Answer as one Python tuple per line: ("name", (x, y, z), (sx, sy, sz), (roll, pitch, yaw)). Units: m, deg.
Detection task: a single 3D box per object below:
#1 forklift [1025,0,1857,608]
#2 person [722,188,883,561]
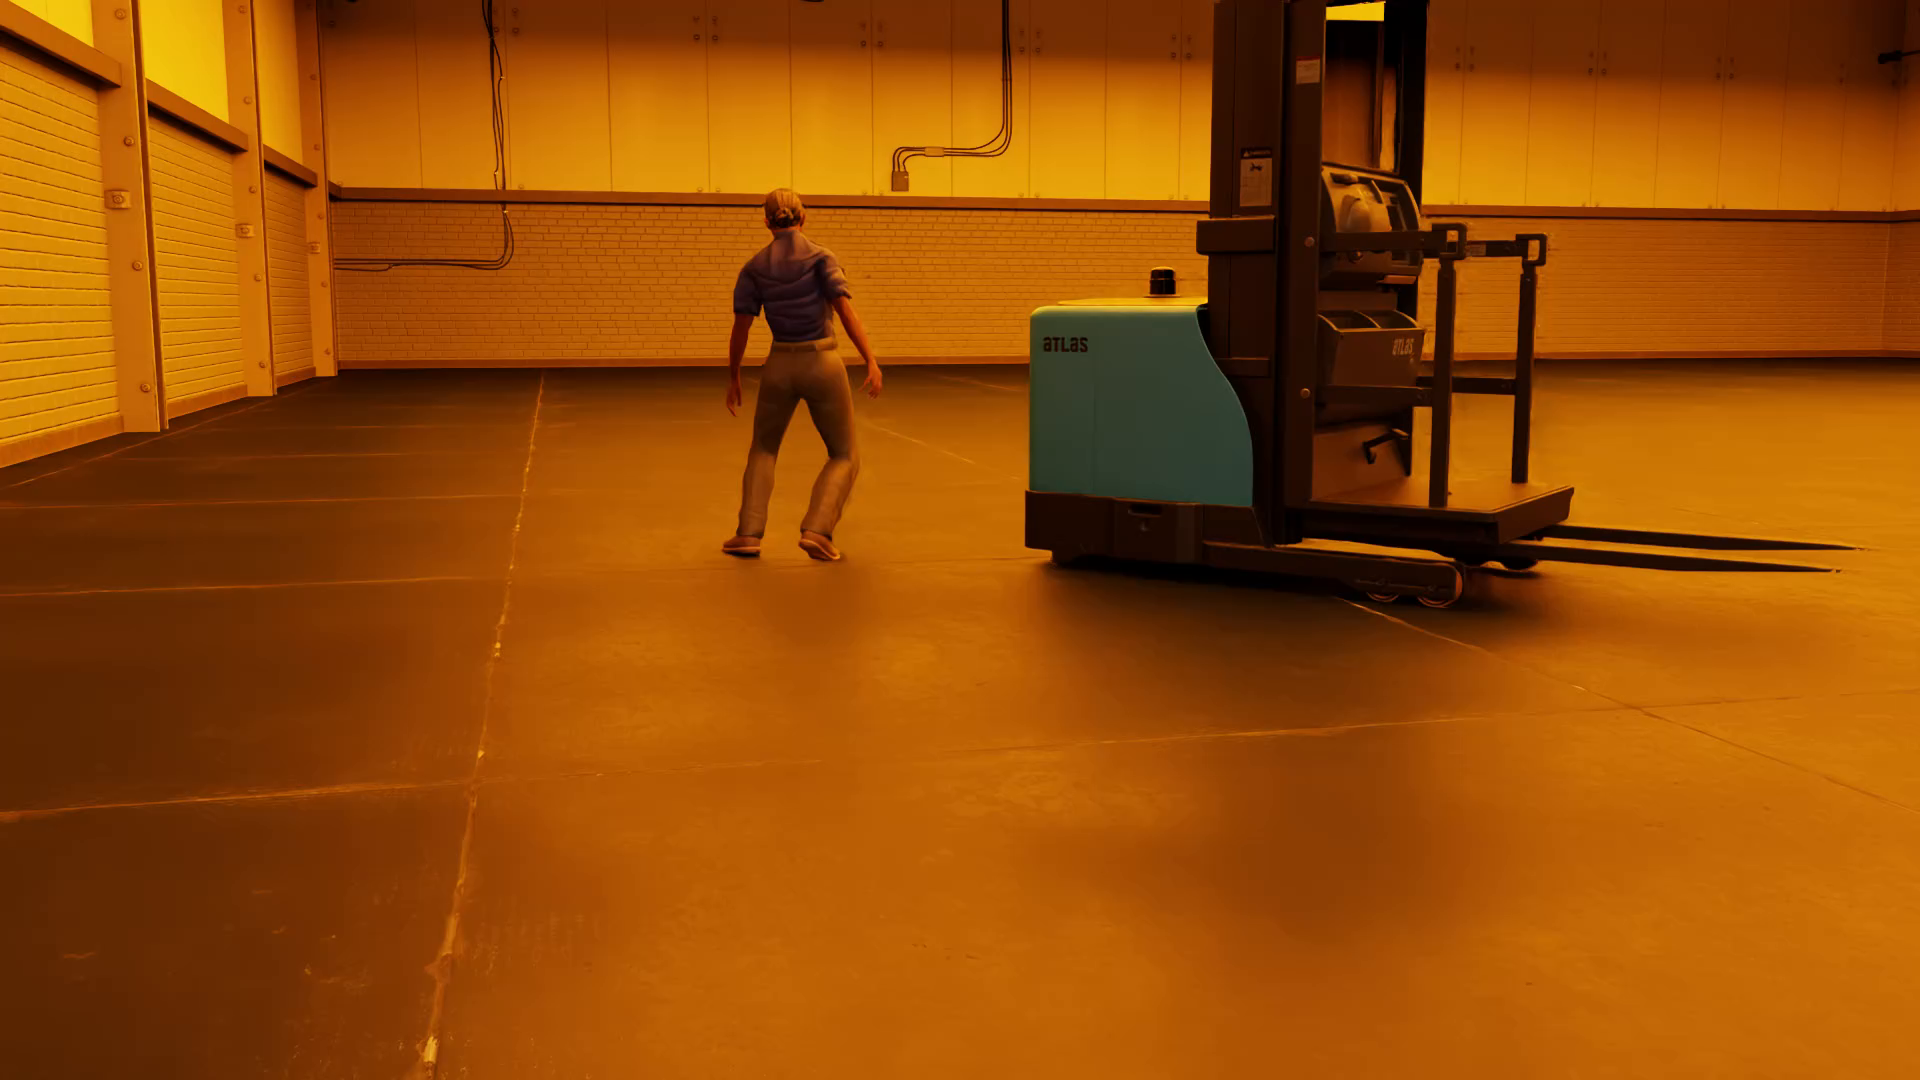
("forklift", (1.775, -1.291, 6.356), (3.031, 2.935, 1.130), (5, 10, 34))
("person", (-0.695, -0.707, 7.111), (0.817, 1.588, 0.466), (3, 9, 23))
